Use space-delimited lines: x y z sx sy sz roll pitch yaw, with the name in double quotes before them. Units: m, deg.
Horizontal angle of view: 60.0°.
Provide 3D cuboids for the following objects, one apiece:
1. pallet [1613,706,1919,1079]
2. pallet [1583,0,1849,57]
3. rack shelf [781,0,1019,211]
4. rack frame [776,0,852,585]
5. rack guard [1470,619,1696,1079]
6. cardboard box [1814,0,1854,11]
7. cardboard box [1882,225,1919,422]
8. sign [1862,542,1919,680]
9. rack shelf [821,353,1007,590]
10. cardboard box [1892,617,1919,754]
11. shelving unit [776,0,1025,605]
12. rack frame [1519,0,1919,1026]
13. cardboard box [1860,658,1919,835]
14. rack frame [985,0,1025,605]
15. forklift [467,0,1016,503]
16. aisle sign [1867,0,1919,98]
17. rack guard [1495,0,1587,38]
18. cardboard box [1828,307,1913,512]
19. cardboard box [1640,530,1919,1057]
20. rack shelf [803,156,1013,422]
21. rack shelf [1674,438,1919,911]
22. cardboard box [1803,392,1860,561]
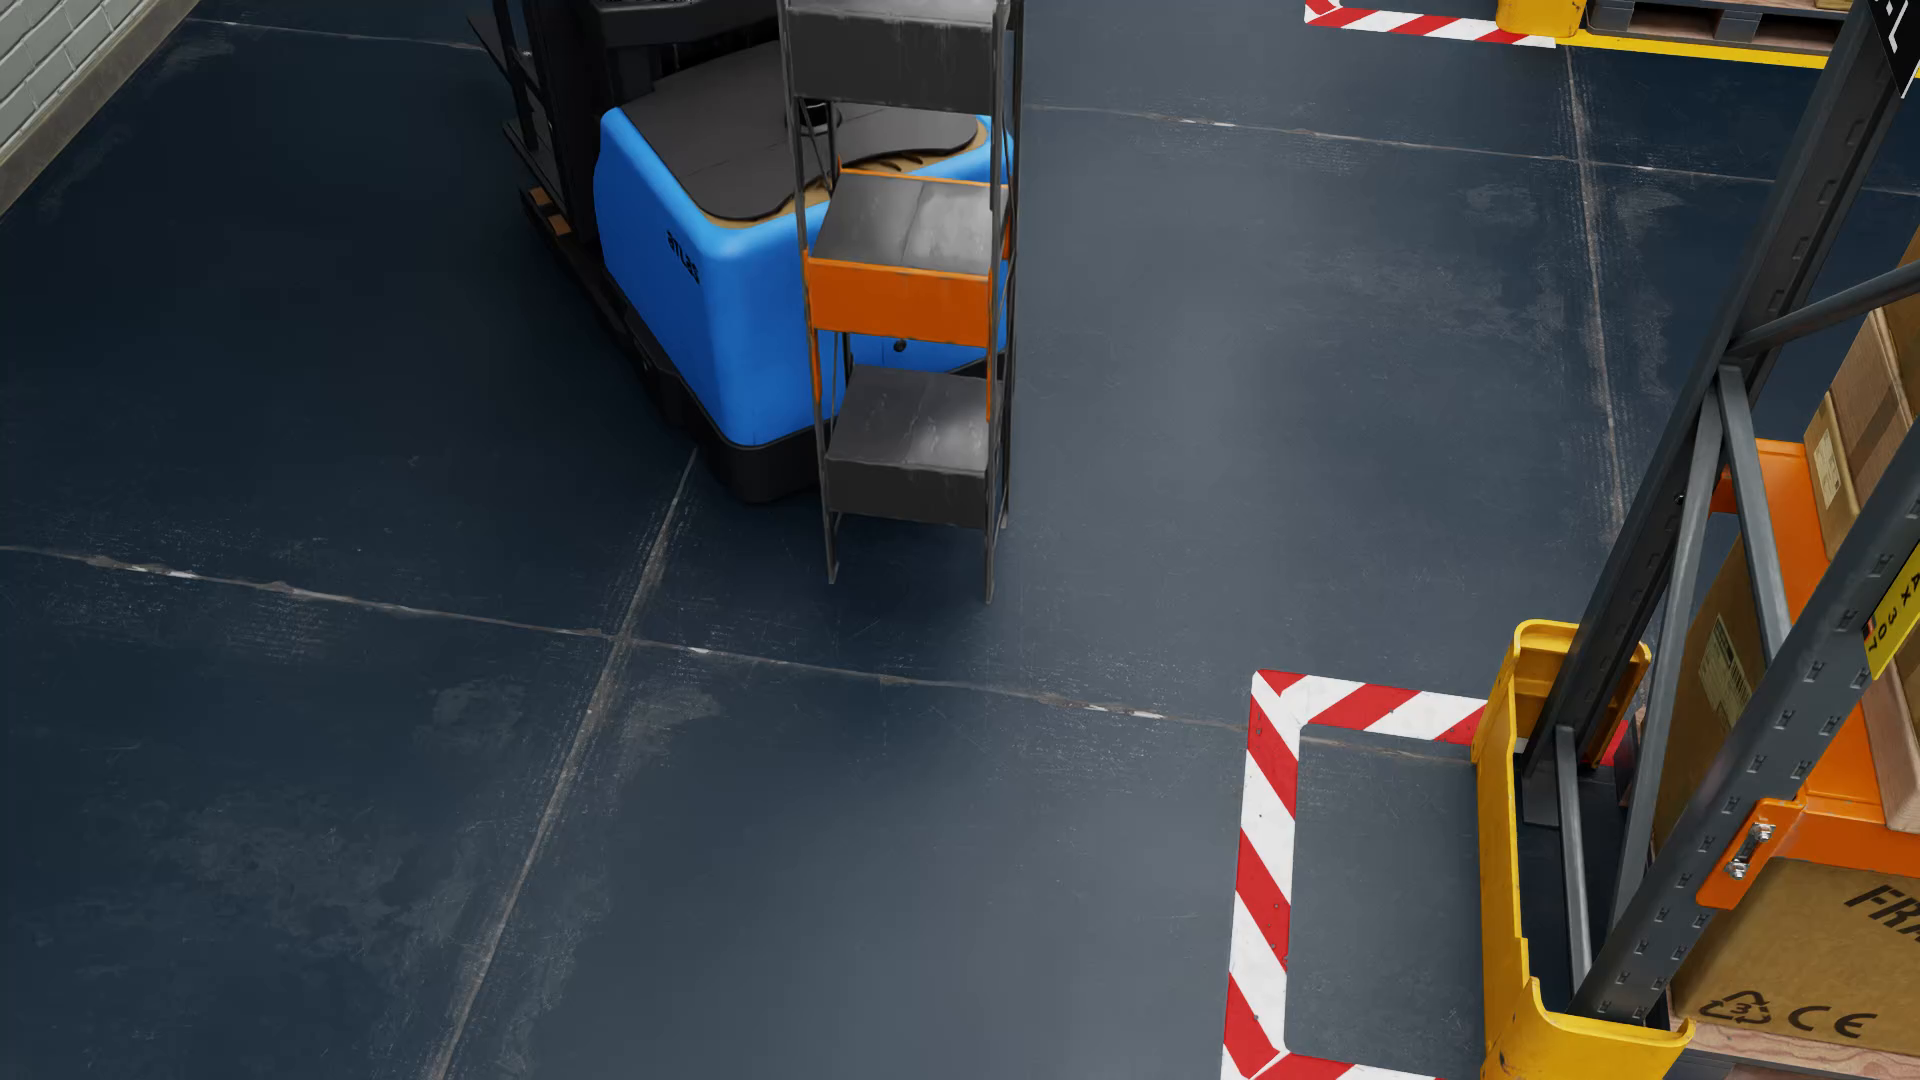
"pallet" 2.353 0.968 4.238 1.213 0.211 1.003 8 49 7
"pallet" 3.402 -2.554 7.403 1.213 0.211 1.003 8 49 7
"rack shelf" -0.123 -1.139 3.939 0.480 0.518 0.431 7 48 6
"rack frame" -0.364 -0.710 4.476 0.015 2.100 0.400 7 48 6
"rack guard" 1.529 0.820 4.177 0.348 0.500 1.175 8 49 7
"cardboard box" 3.743 -2.397 7.022 0.250 0.149 0.380 8 49 7
"cardboard box" 2.079 -0.441 3.026 0.500 0.500 0.500 8 49 7
"sign" 1.448 0.077 2.529 0.005 0.325 0.100 8 49 7
"rack shelf" -0.123 -0.203 4.980 0.480 0.518 0.431 7 48 6
"cardboard box" 1.977 0.199 2.955 0.500 0.250 0.500 7 48 6
"shelving unit" -0.123 -0.680 4.449 0.503 2.100 0.431 7 48 6
"rack frame" 1.553 -0.013 3.245 0.127 3.000 1.000 8 49 7
"cardboard box" 1.843 0.360 3.079 0.250 0.149 0.380 8 49 7
"rack frame" 0.118 -0.650 4.423 0.015 2.100 0.400 7 48 6
"forklift" -0.997 -2.188 5.245 1.130 2.935 3.031 -24 52 -20
"aisle sign" 1.535 -1.111 2.484 0.004 0.787 0.394 8 49 7
"rack guard" 2.609 -2.784 7.416 0.348 0.500 1.175 8 49 7
"cardboard box" 2.077 -0.192 3.307 0.500 0.250 0.500 7 48 6
"cardboard box" 2.197 0.583 3.855 0.875 0.875 0.875 8 49 7
"rack shelf" -0.123 -0.671 4.460 0.480 0.518 0.431 7 48 6
"rack shelf" 3.521 0.492 3.275 4.000 0.370 1.077 8 49 7
"cardboard box" 1.962 -0.123 3.512 0.250 0.149 0.380 9 49 8
